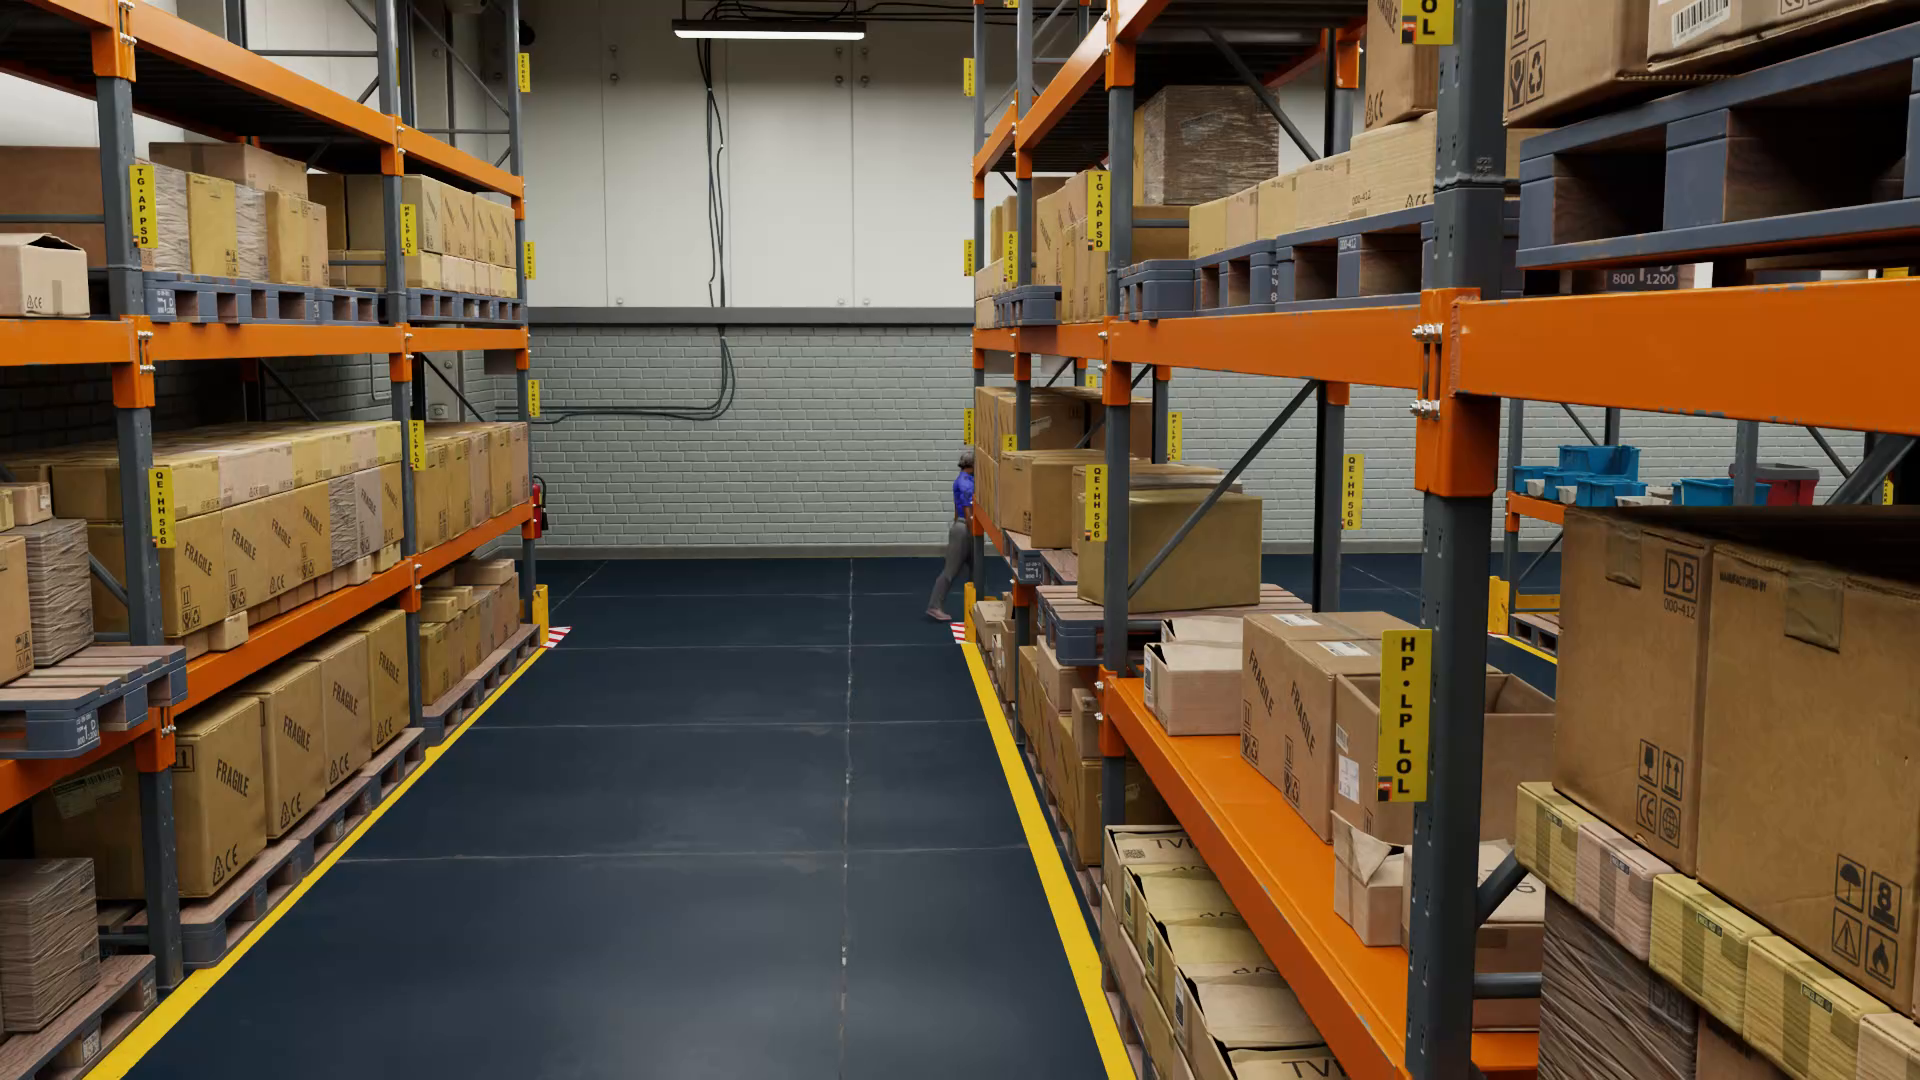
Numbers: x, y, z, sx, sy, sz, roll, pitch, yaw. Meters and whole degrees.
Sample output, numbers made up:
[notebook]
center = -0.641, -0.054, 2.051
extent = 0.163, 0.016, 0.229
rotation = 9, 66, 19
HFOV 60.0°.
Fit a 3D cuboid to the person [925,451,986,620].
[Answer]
[person]
center = 0.048, -0.045, 16.246
extent = 0.770, 1.620, 0.590
rotation = 0, 7, 0
